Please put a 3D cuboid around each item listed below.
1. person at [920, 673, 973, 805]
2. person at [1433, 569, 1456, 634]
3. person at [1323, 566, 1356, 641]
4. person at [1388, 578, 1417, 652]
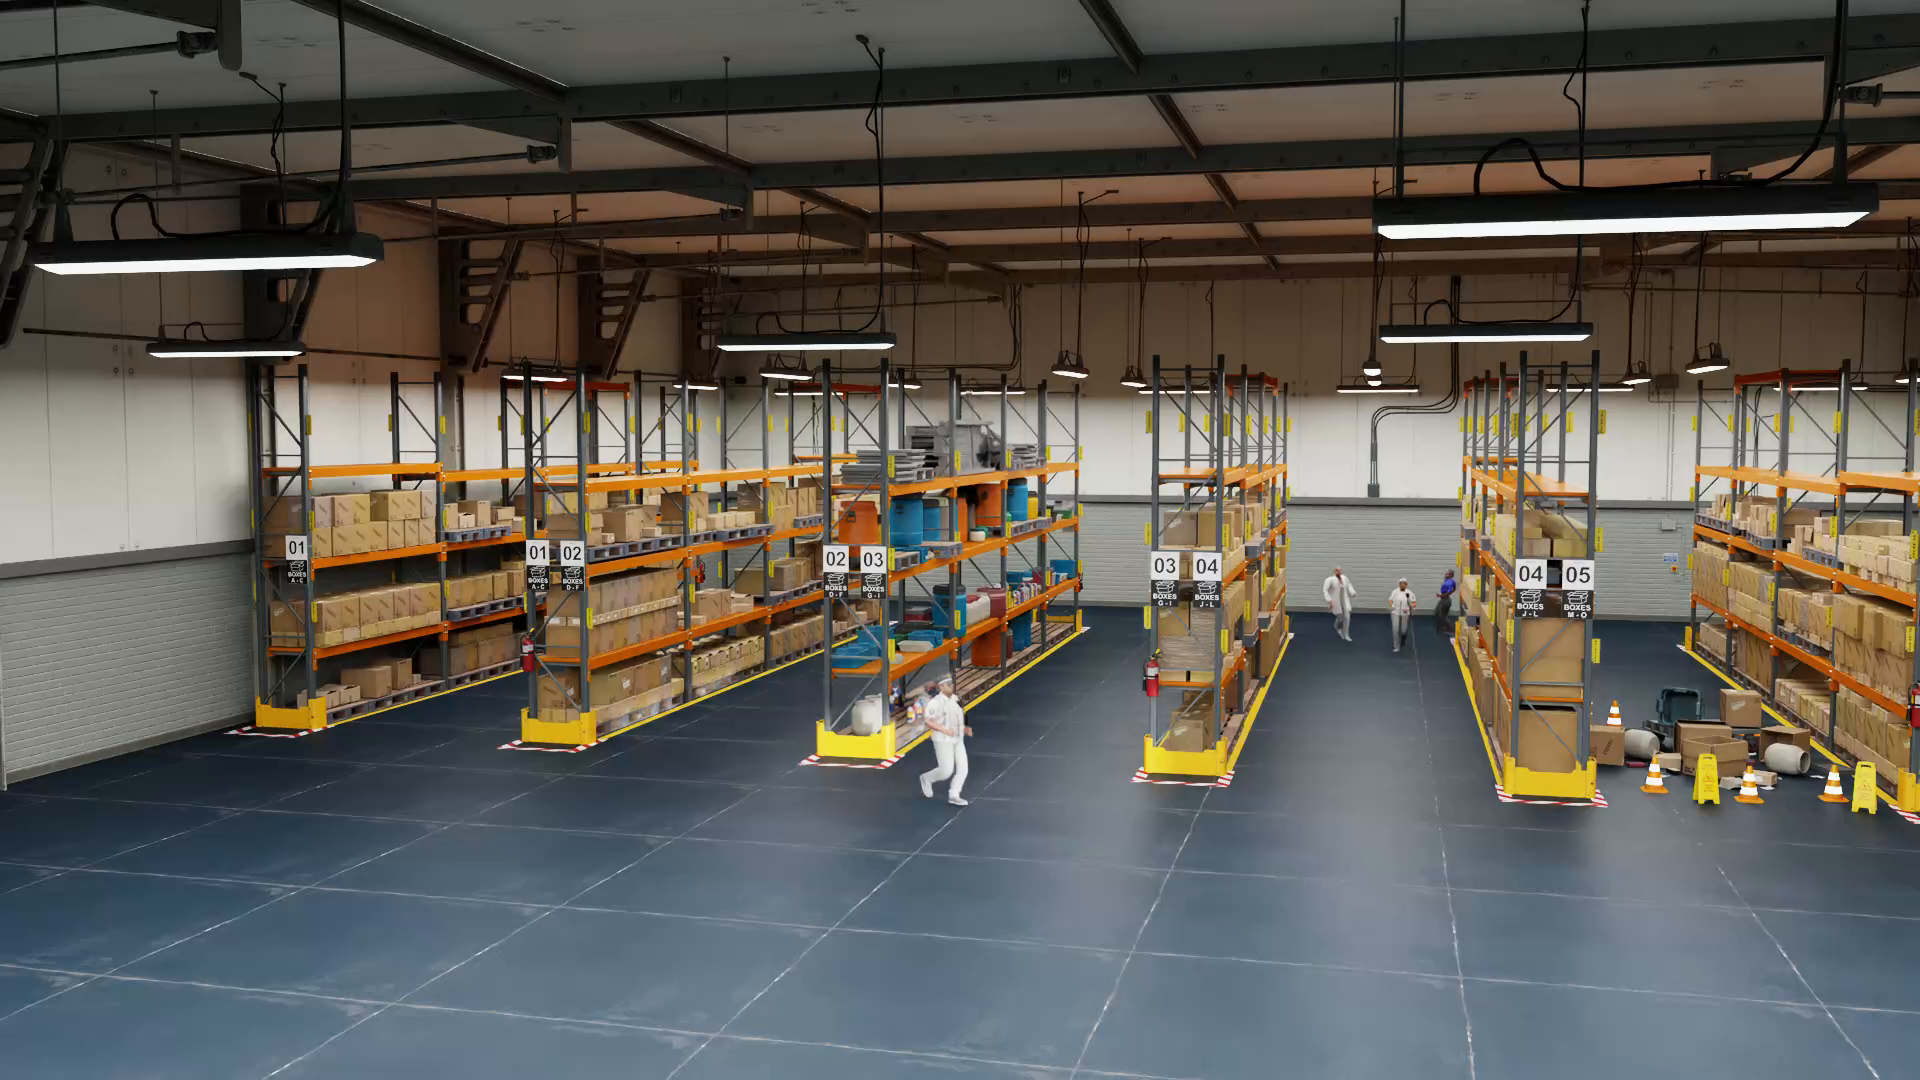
[{"bbox_3d":[-0.181,2.615,21.983,0.697,1.734,0.668,4,5,42],"label":"person"},{"bbox_3d":[11.508,1.492,39.532,0.539,1.635,0.716,1,4,21],"label":"person"},{"bbox_3d":[8.842,1.479,38.965,0.810,1.770,0.777,-1,4,-9],"label":"person"},{"bbox_3d":[9.835,1.668,37.006,0.623,1.646,0.600,1,4,18],"label":"person"}]
